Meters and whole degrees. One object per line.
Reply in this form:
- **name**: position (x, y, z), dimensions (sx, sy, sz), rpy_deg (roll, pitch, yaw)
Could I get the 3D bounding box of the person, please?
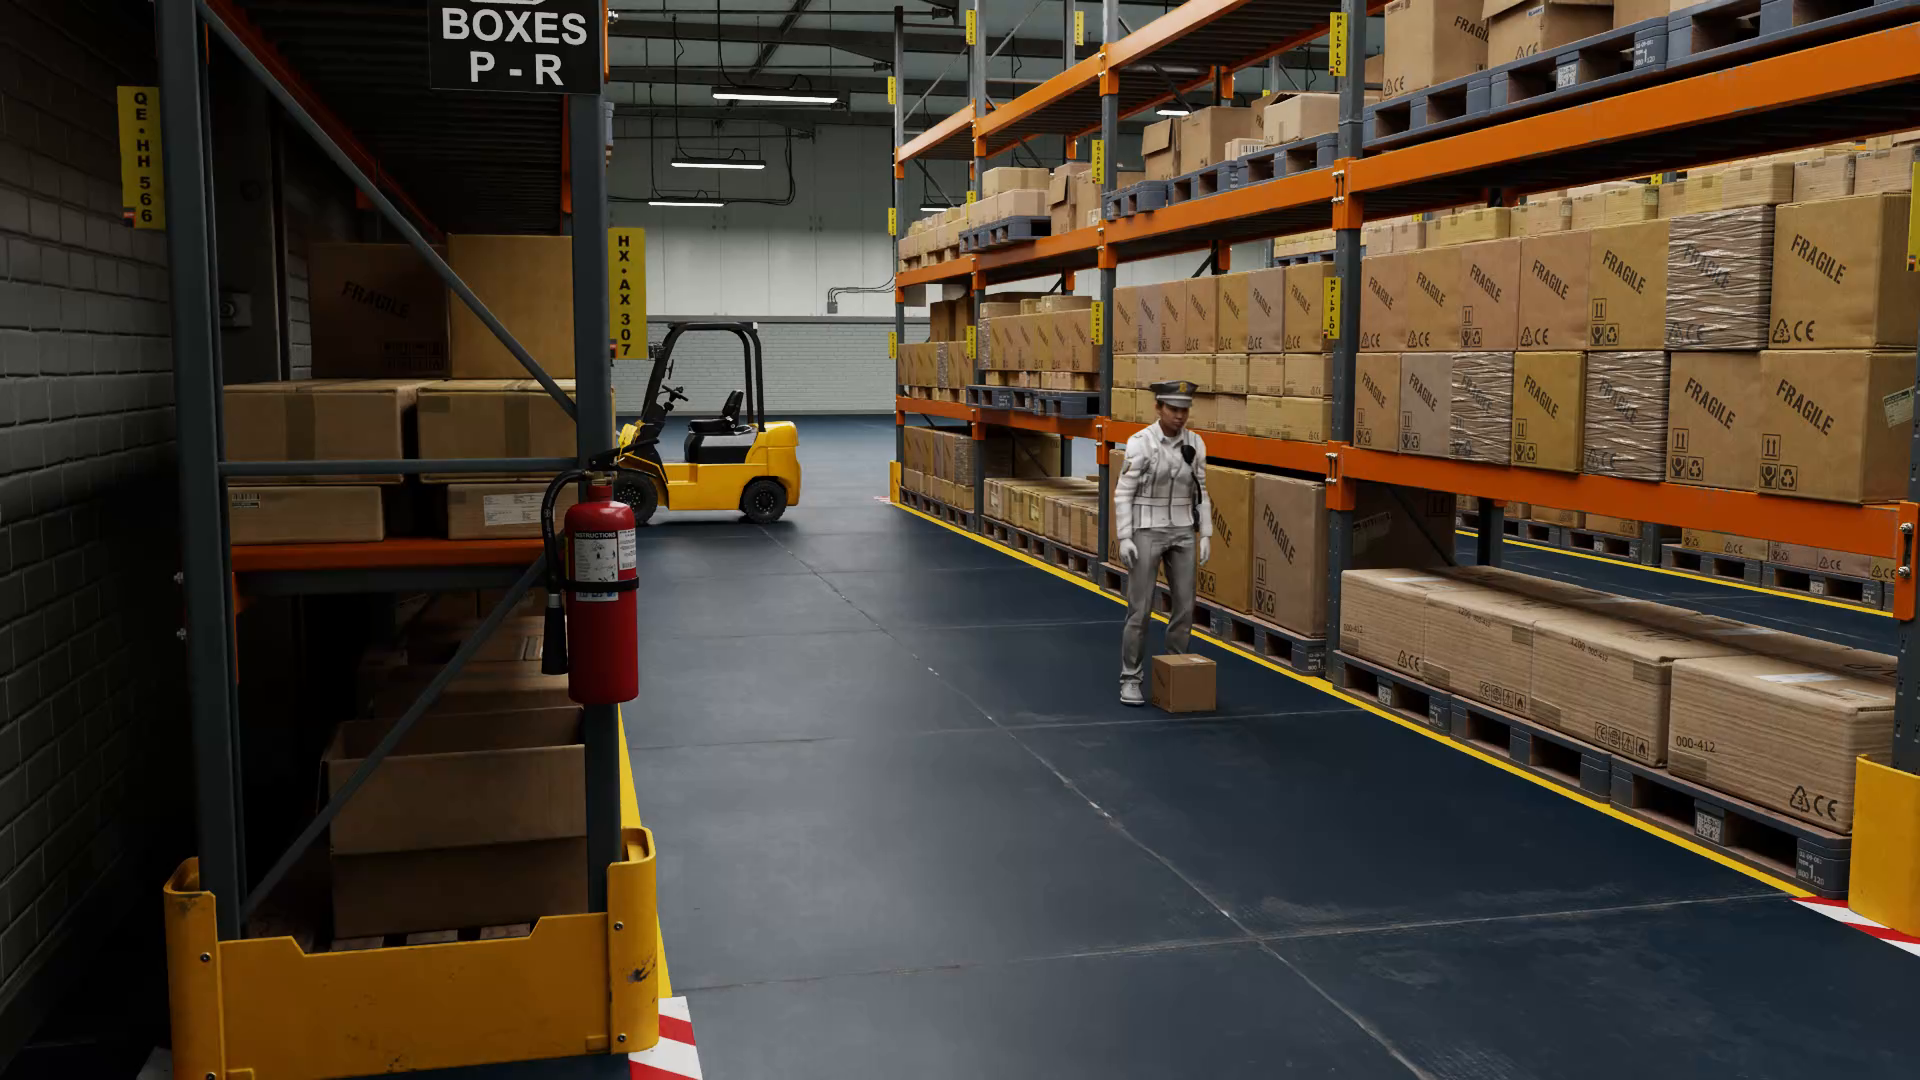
- **person**: position (1.062, 0.003, 8.631), dimensions (0.529, 1.664, 0.374), rpy_deg (-2, 6, -15)
